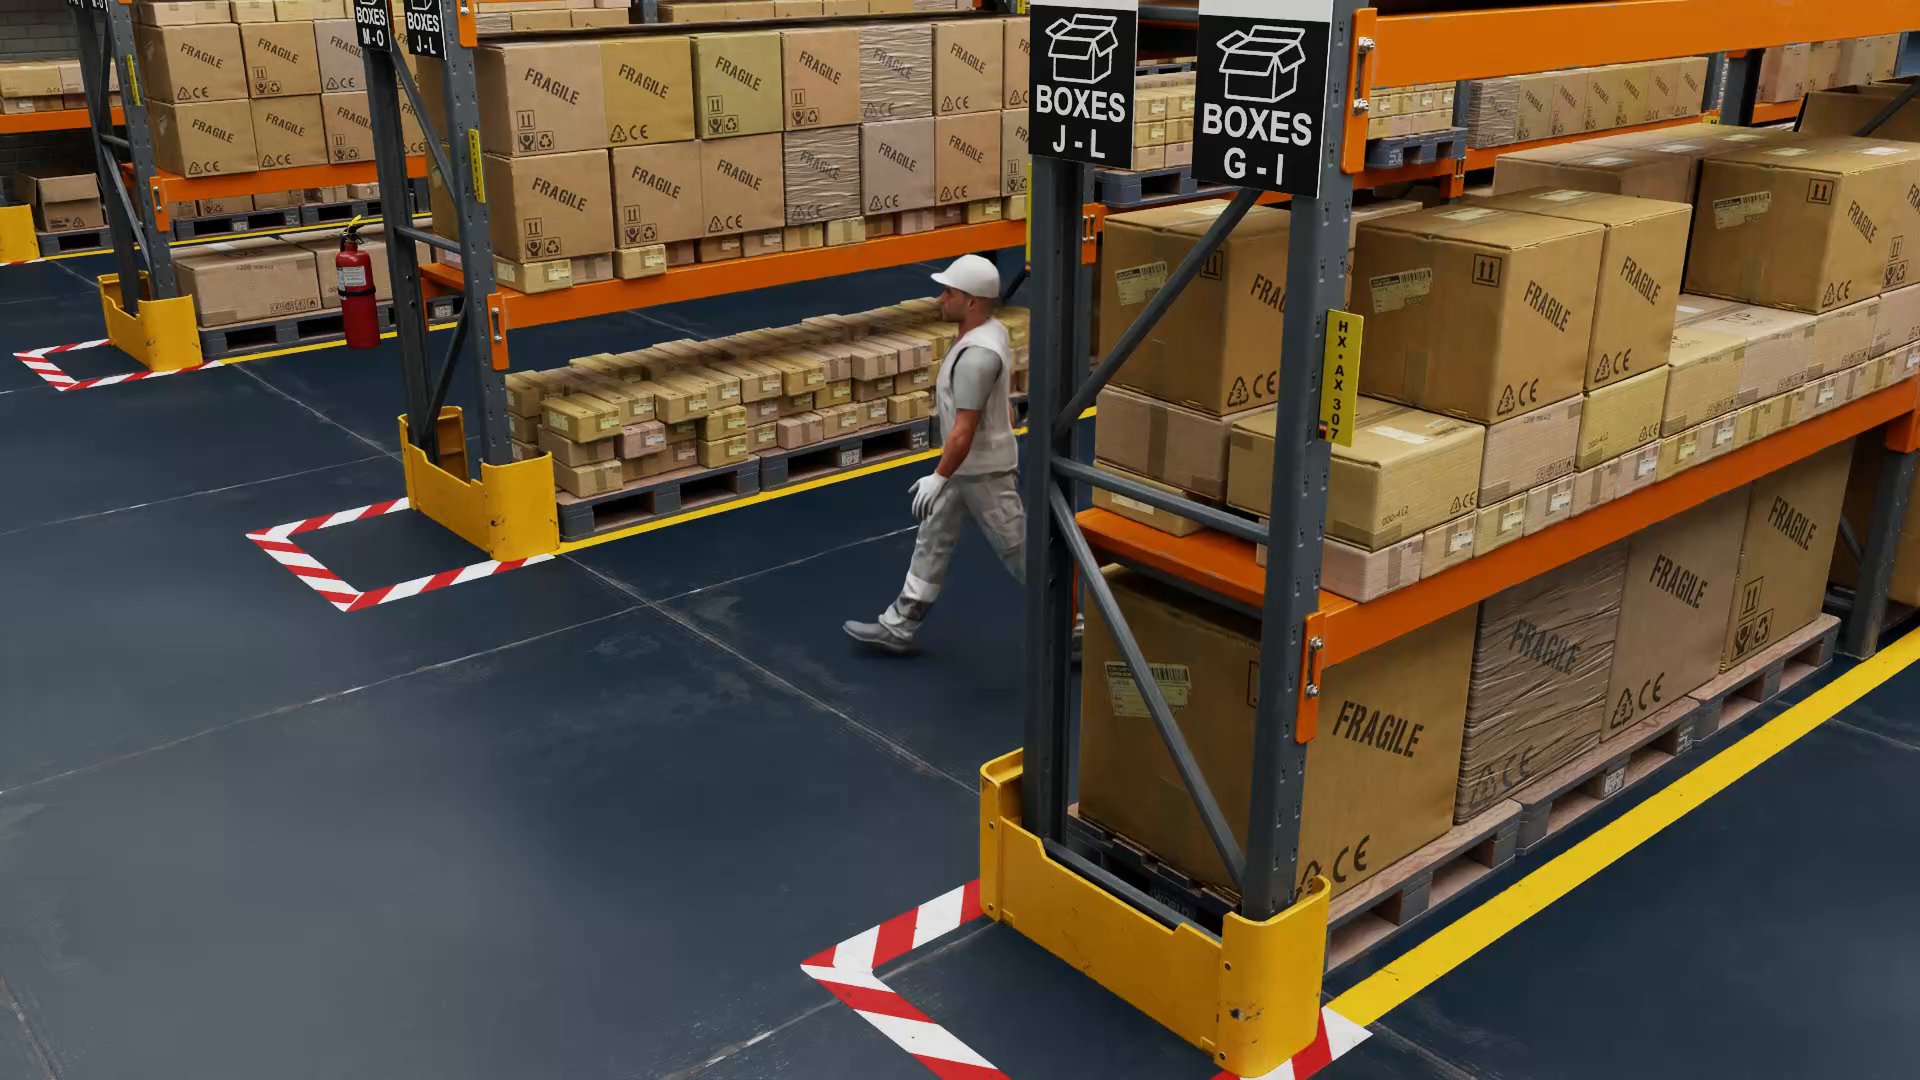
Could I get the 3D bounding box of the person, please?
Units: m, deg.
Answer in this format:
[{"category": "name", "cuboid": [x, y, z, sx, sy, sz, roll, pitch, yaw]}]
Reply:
[{"category": "person", "cuboid": [0.023, -0.313, 6.887, 1.066, 1.741, 0.568, -1, 21, -2]}]
